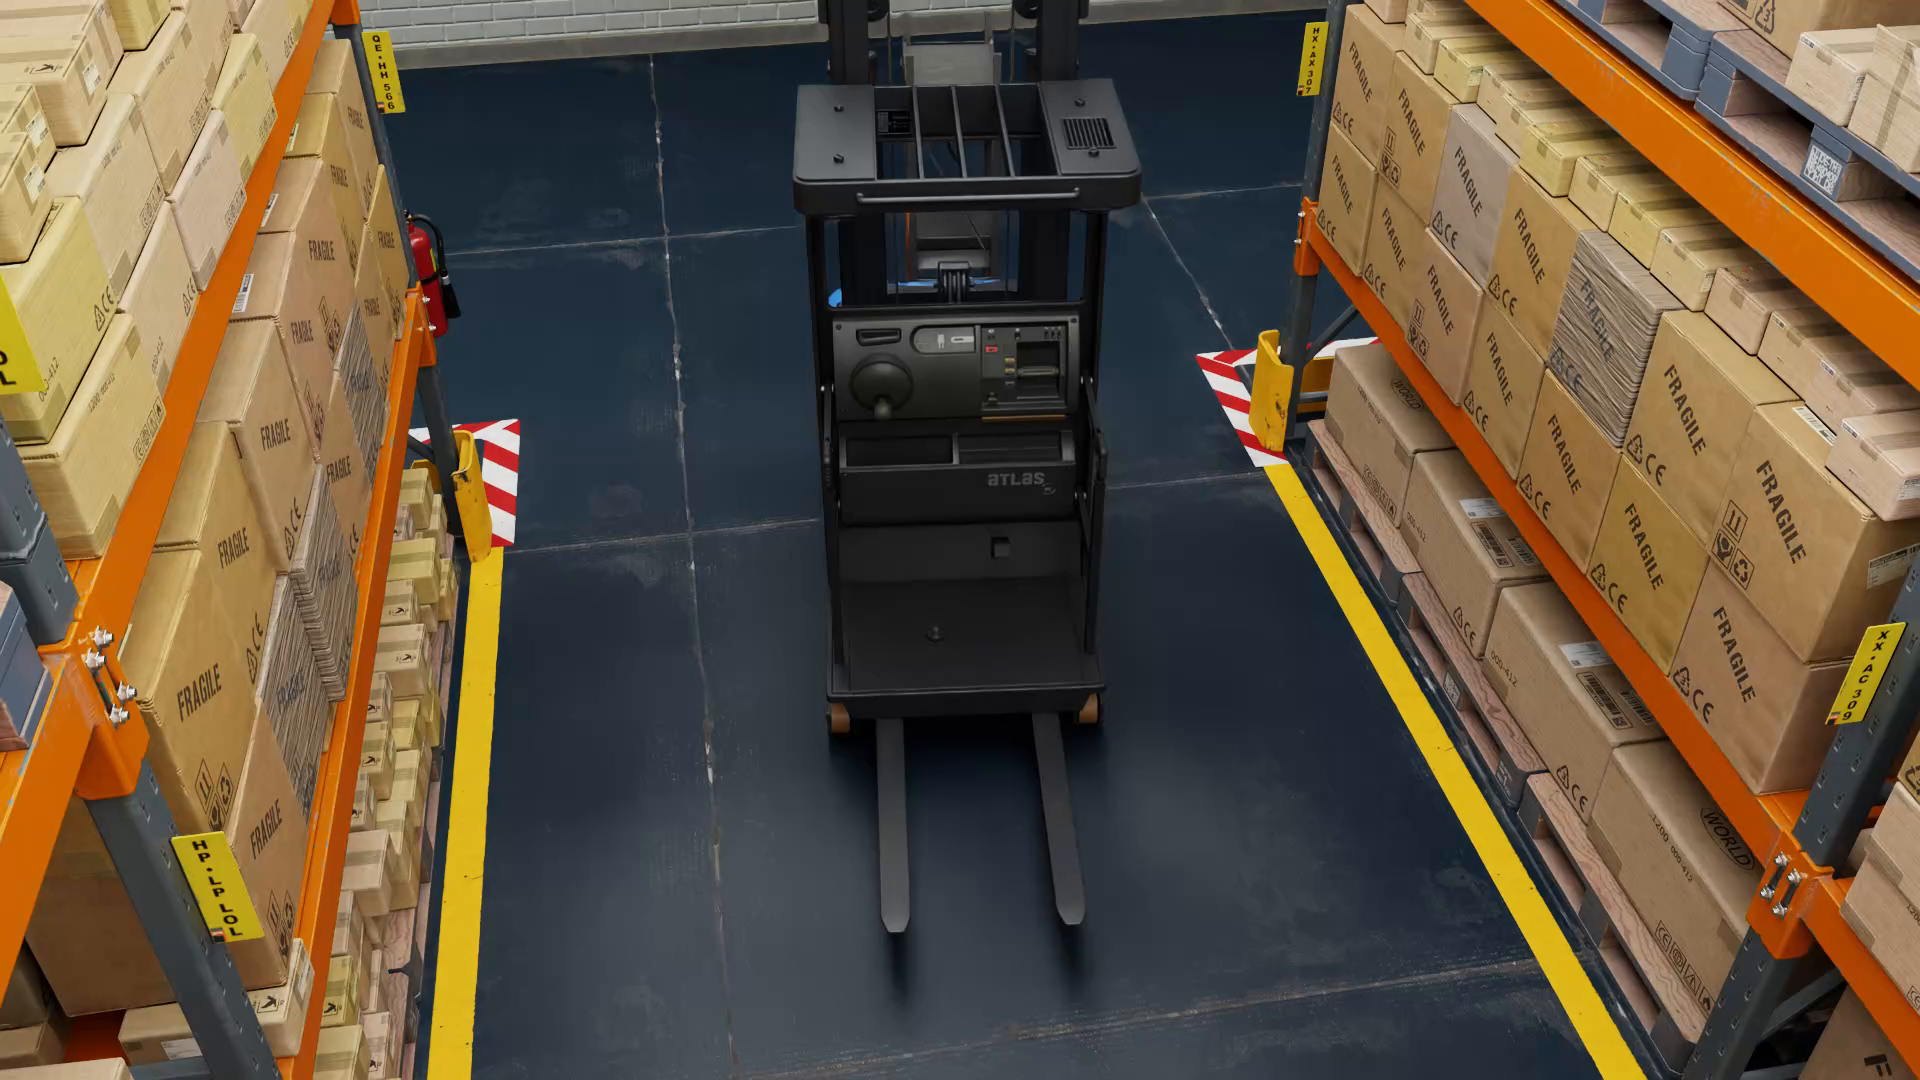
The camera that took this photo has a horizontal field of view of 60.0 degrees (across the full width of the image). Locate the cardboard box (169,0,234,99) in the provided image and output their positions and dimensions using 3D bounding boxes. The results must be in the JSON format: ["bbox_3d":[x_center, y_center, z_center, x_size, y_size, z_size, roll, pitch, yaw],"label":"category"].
[{"bbox_3d":[-2.191,-1.324,4.279,0.500,0.250,0.500,-8,39,-10],"label":"cardboard box"}]

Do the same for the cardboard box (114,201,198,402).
[{"bbox_3d":[-1.994,-0.495,3.620,0.500,0.250,0.500,-7,38,-9],"label":"cardboard box"}]

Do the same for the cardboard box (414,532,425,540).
[{"bbox_3d":[-2.410,0.118,6.892,0.380,0.149,0.250,-7,38,-9],"label":"cardboard box"}]

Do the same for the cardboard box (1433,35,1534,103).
[{"bbox_3d":[1.981,-1.739,6.119,0.380,0.149,0.250,-7,38,-9],"label":"cardboard box"}]

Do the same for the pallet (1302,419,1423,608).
[{"bbox_3d":[2.296,-0.194,7.828,1.003,0.211,1.213,-6,38,-8],"label":"pallet"}]

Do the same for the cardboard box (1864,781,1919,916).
[{"bbox_3d":[2.580,0.804,3.985,0.500,0.250,0.500,-7,38,-9],"label":"cardboard box"}]

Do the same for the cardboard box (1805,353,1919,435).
[{"bbox_3d":[2.473,-0.367,4.353,0.380,0.149,0.250,-5,38,-7],"label":"cardboard box"}]

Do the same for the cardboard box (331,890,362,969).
[{"bbox_3d":[-2.083,1.259,5.181,0.380,0.149,0.250,-7,38,-9],"label":"cardboard box"}]

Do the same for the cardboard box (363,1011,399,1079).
[{"bbox_3d":[-1.964,1.640,5.176,0.380,0.149,0.250,-6,38,-8],"label":"cardboard box"}]

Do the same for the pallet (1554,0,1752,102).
[{"bbox_3d":[2.437,-1.734,5.164,1.003,0.211,1.213,-6,38,-8],"label":"pallet"}]

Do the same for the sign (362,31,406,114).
[{"bbox_3d":[-2.227,-1.806,6.429,0.100,0.325,0.005,-6,38,-8],"label":"sign"}]

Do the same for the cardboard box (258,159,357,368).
[{"bbox_3d":[-2.263,-0.860,5.272,0.500,0.500,0.500,-4,38,-6],"label":"cardboard box"}]

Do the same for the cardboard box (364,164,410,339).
[{"bbox_3d":[-2.445,-1.090,6.384,0.500,0.500,0.500,-5,38,-7],"label":"cardboard box"}]

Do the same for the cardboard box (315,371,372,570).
[{"bbox_3d":[-2.184,-0.171,5.201,0.500,0.500,0.500,-4,38,-6],"label":"cardboard box"}]

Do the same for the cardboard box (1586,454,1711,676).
[{"bbox_3d":[2.352,0.044,5.167,0.500,0.500,0.500,-7,38,-9],"label":"cardboard box"}]

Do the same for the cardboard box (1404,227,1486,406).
[{"bbox_3d":[2.068,-0.877,6.352,0.500,0.500,0.500,-6,38,-8],"label":"cardboard box"}]

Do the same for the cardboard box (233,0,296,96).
[{"bbox_3d":[-2.266,-1.447,4.845,0.500,0.250,0.500,-5,38,-6],"label":"cardboard box"}]

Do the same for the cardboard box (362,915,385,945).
[{"bbox_3d":[-2.104,1.210,5.486,0.380,0.149,0.250,-5,38,-6],"label":"cardboard box"}]

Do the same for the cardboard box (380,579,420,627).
[{"bbox_3d":[-2.293,0.305,6.409,0.380,0.149,0.250,-8,39,-10],"label":"cardboard box"}]

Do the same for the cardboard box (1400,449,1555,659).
[{"bbox_3d":[2.462,0.016,7.031,0.875,0.438,0.875,-5,38,-7],"label":"cardboard box"}]

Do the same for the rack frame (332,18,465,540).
[{"bbox_3d":[-2.777,-1.177,6.819,1.000,3.000,0.127,-6,38,-8],"label":"rack frame"}]

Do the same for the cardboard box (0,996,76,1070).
[{"bbox_3d":[-2.356,1.191,3.976,0.380,0.149,0.250,-7,38,-8],"label":"cardboard box"}]

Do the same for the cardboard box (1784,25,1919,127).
[{"bbox_3d":[2.307,-1.156,4.129,0.380,0.149,0.250,-5,38,-7],"label":"cardboard box"}]

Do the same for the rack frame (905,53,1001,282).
[{"bbox_3d":[-0.027,-1.193,7.574,0.400,2.100,0.015,-2,38,-3],"label":"rack frame"}]

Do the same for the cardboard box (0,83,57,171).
[{"bbox_3d":[-2.003,-0.756,3.223,0.380,0.149,0.250,-7,38,-8],"label":"cardboard box"}]

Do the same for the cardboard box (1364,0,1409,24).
[{"bbox_3d":[1.869,-2.216,6.733,0.380,0.149,0.250,-5,38,-7],"label":"cardboard box"}]

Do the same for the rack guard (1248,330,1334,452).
[{"bbox_3d":[2.075,-0.797,8.369,1.175,0.500,0.348,-6,38,-8],"label":"rack guard"}]

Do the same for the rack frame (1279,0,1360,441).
[{"bbox_3d":[2.079,-1.770,7.583,1.000,3.000,0.127,-6,38,-8],"label":"rack frame"}]

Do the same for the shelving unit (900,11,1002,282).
[{"bbox_3d":[-0.041,-1.343,7.767,0.431,2.100,0.503,-2,38,-3],"label":"shelving unit"}]

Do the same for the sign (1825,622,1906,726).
[{"bbox_3d":[2.234,0.333,4.106,0.100,0.325,0.005,-6,38,-8],"label":"sign"}]

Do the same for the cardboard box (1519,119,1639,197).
[{"bbox_3d":[2.099,-1.275,5.521,0.380,0.149,0.250,-7,38,-9],"label":"cardboard box"}]

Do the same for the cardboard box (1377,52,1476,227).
[{"bbox_3d":[1.980,-1.572,6.433,0.500,0.500,0.500,-7,38,-9],"label":"cardboard box"}]

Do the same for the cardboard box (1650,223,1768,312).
[{"bbox_3d":[2.298,-0.817,4.932,0.380,0.149,0.250,-7,38,-8],"label":"cardboard box"}]

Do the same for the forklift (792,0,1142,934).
[{"bbox_3d":[0.002,-0.582,6.111,1.130,2.935,3.031,-2,38,-3],"label":"forklift"}]

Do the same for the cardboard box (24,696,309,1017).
[{"bbox_3d":[-1.914,0.756,4.008,0.500,0.500,0.500,-7,38,-9],"label":"cardboard box"}]

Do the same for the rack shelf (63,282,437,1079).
[{"bbox_3d":[-2.426,0.316,5.485,1.077,0.370,4.000,-6,38,-8],"label":"rack shelf"}]

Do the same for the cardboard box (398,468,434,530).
[{"bbox_3d":[-2.434,-0.159,7.006,0.380,0.149,0.250,-6,38,-7],"label":"cardboard box"}]

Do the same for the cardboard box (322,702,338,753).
[{"bbox_3d":[-2.042,0.505,4.860,0.380,0.149,0.250,-6,38,-7],"label":"cardboard box"}]

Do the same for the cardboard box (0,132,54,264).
[{"bbox_3d":[-1.903,-0.611,3.036,0.380,0.149,0.250,-8,39,-10],"label":"cardboard box"}]

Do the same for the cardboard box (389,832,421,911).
[{"bbox_3d":[-2.090,1.166,5.786,0.380,0.149,0.250,-7,38,-9],"label":"cardboard box"}]

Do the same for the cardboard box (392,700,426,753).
[{"bbox_3d":[-2.180,0.736,6.097,0.380,0.149,0.250,-4,38,-6],"label":"cardboard box"}]

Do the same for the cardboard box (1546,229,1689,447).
[{"bbox_3d":[2.246,-0.657,5.255,0.500,0.500,0.500,-6,38,-7],"label":"cardboard box"}]

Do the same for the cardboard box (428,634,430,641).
[{"bbox_3d":[-2.373,0.392,6.782,0.380,0.149,0.250,-6,38,-8],"label":"cardboard box"}]

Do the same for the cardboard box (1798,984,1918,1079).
[{"bbox_3d":[2.968,1.685,4.526,0.875,0.875,0.875,-5,38,-7],"label":"cardboard box"}]

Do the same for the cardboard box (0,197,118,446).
[{"bbox_3d":[-1.924,-0.400,3.089,0.500,0.250,0.500,-5,38,-6],"label":"cardboard box"}]

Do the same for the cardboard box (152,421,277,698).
[{"bbox_3d":[-2.021,0.077,4.066,0.500,0.500,0.500,-7,38,-9],"label":"cardboard box"}]

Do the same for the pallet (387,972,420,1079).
[{"bbox_3d":[-2.228,1.939,5.082,1.003,0.211,1.213,-6,38,-8],"label":"pallet"}]

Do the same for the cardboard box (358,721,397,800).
[{"bbox_3d":[-2.181,0.787,5.788,0.380,0.149,0.250,-6,38,-8],"label":"cardboard box"}]
